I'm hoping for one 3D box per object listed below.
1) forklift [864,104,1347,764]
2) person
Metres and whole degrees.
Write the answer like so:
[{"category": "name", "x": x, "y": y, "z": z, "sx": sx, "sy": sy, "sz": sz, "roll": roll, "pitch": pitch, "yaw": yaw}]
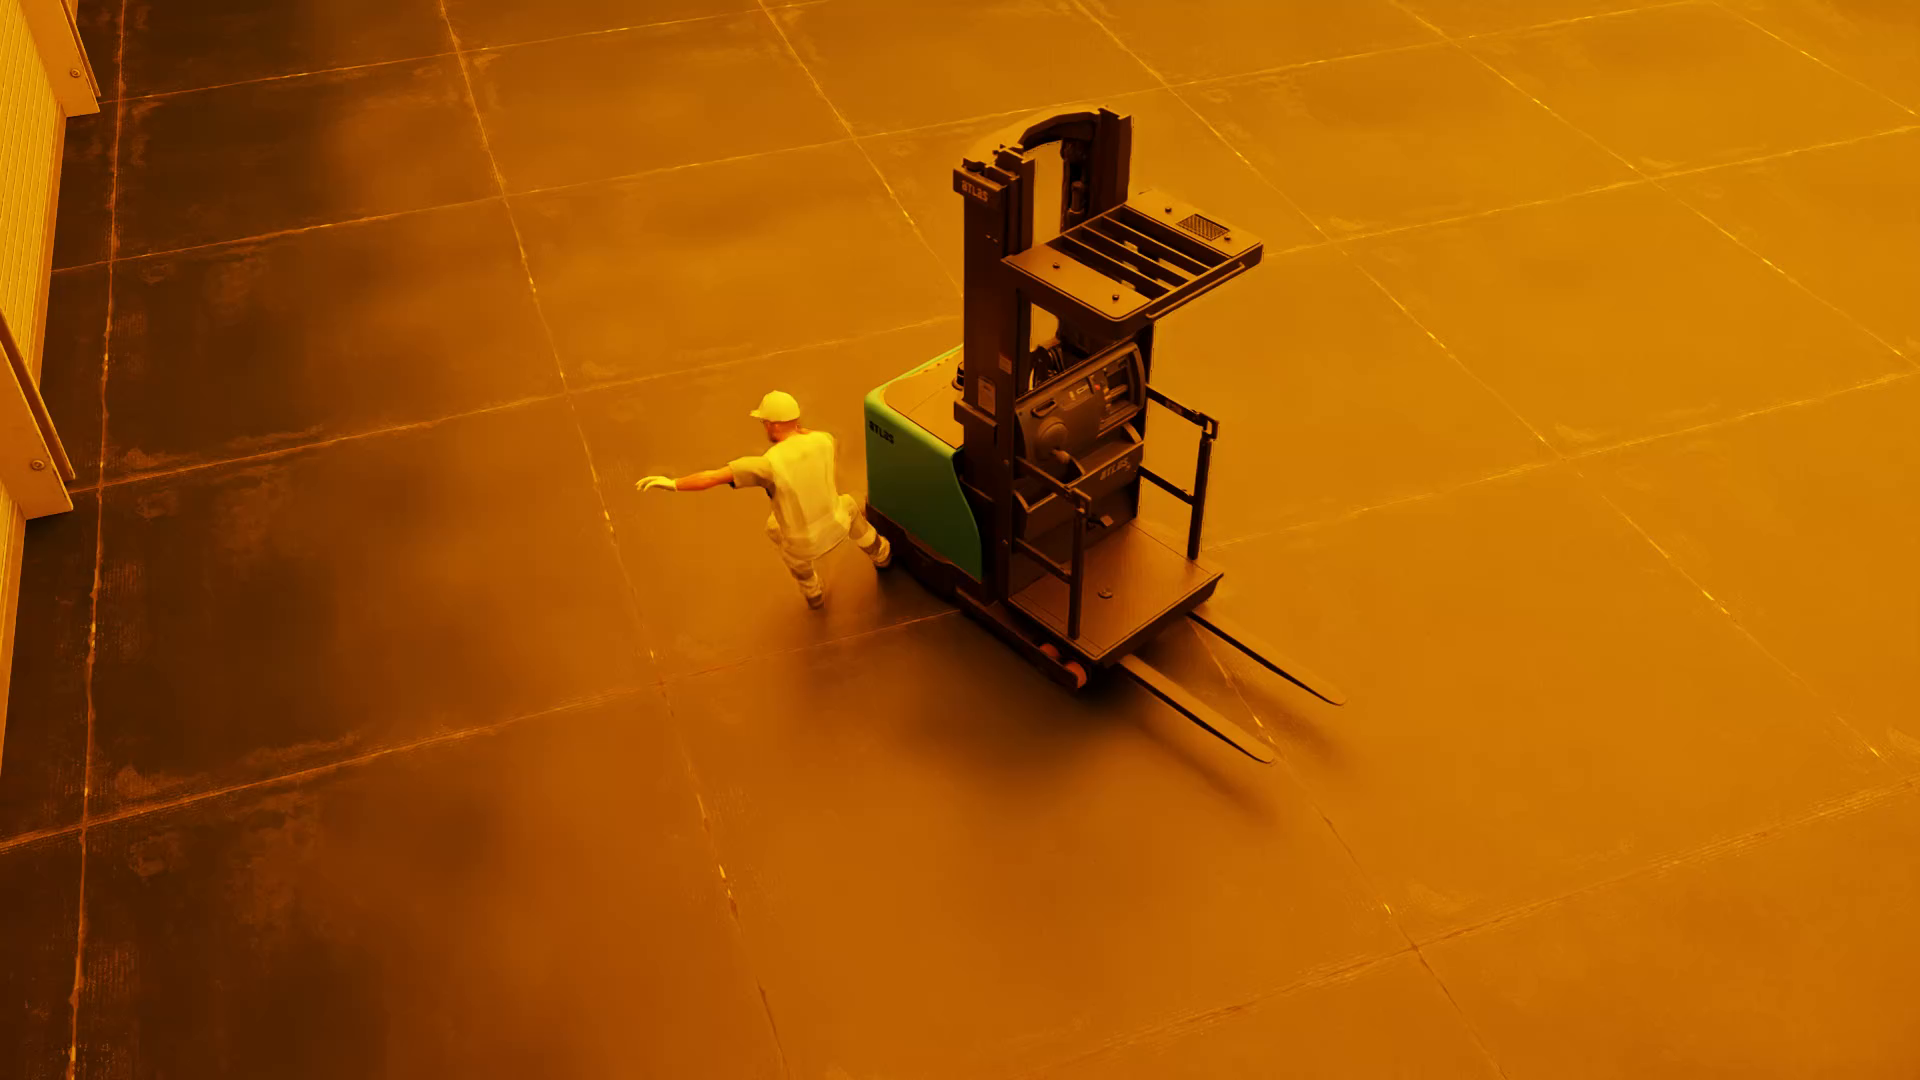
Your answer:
[{"category": "forklift", "x": 0.798, "y": -0.658, "z": 8.780, "sx": 1.130, "sy": 2.935, "sz": 3.031, "roll": -31, "pitch": 49, "yaw": -31}, {"category": "person", "x": -0.986, "y": -0.196, "z": 9.354, "sx": 1.613, "sy": 1.478, "sz": 0.804, "roll": -26, "pitch": 46, "yaw": -27}]
